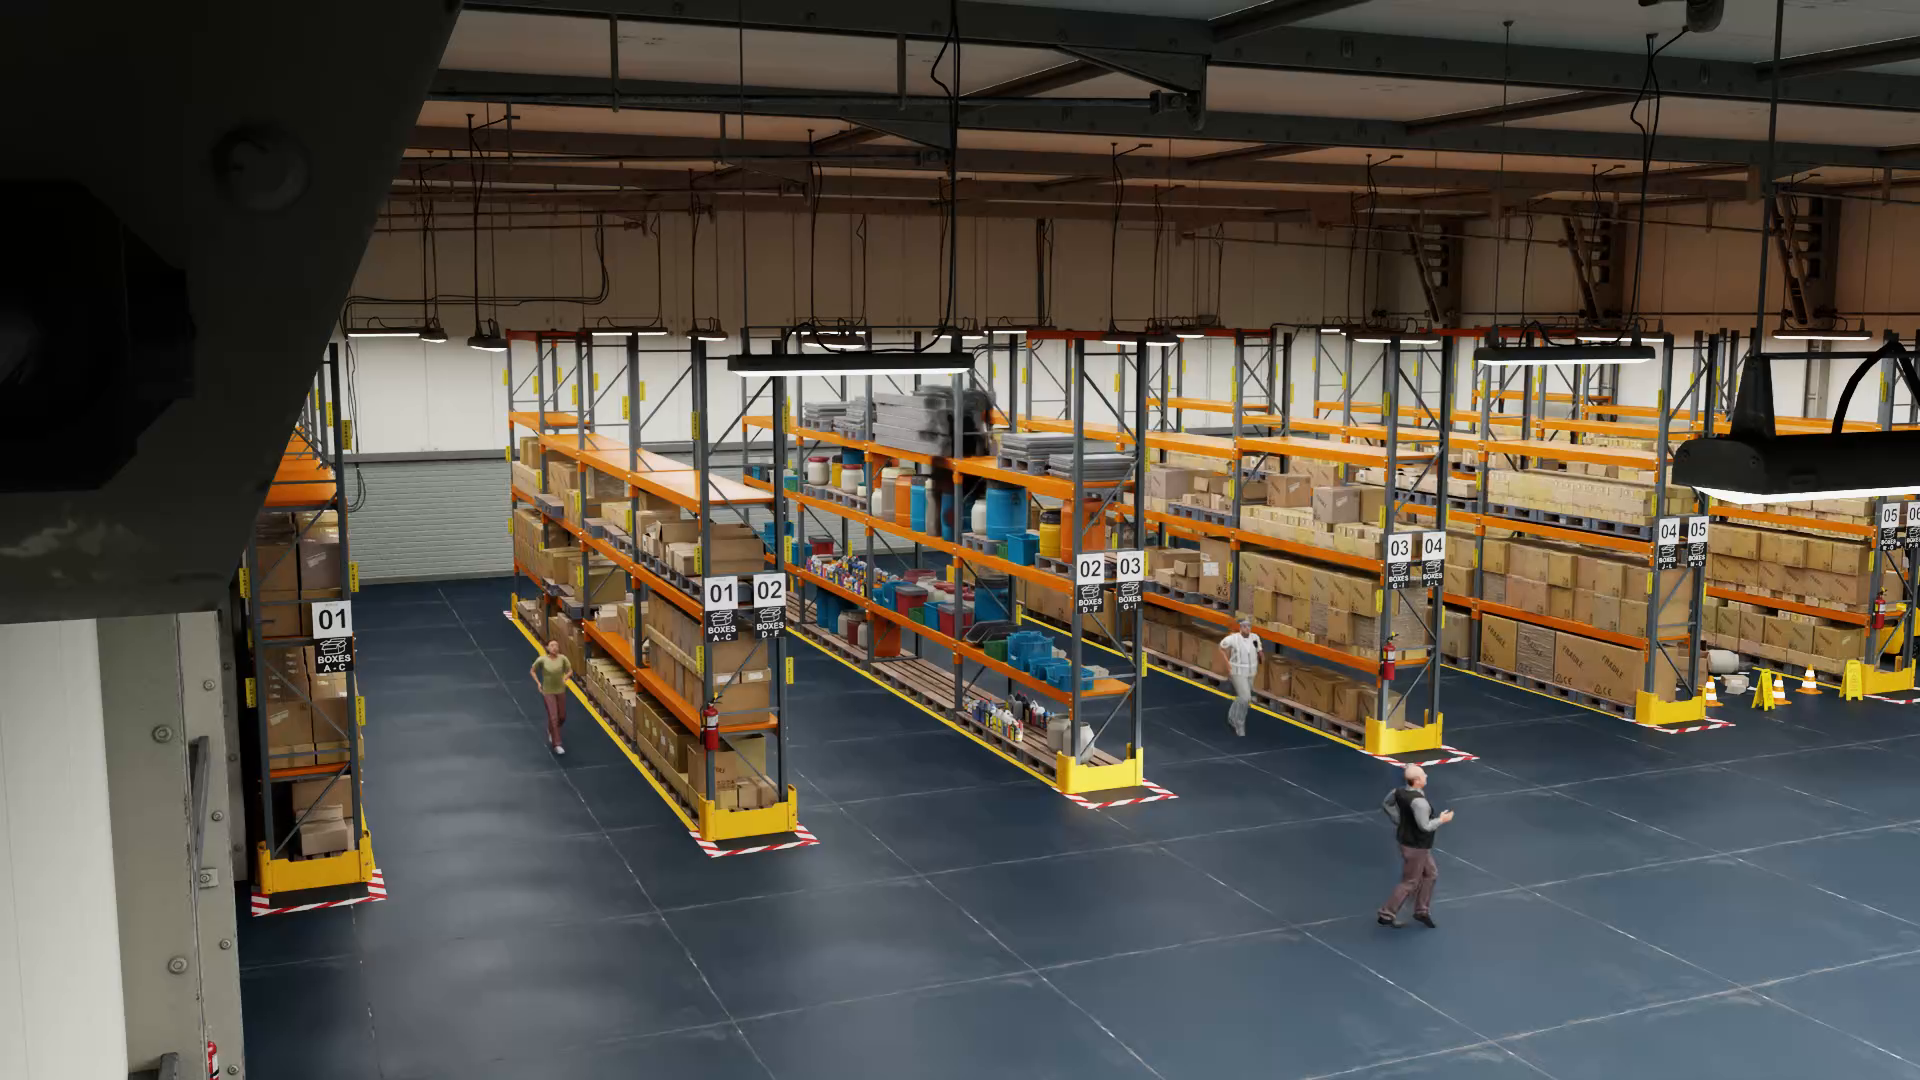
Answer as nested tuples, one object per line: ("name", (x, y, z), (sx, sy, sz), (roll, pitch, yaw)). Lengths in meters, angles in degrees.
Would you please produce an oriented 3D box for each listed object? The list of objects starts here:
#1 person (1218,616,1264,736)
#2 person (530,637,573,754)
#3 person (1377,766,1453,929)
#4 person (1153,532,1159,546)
("person", (4.312, 2.059, 25.201), (0.624, 1.859, 0.764), (-4, 9, -25))
("person", (-5.906, 2.225, 24.177), (0.597, 1.656, 0.803), (-5, 9, -31))
("person", (4.658, 3.174, 17.040), (0.734, 1.774, 0.639), (0, 8, 0))
("person", (5.157, -0.204, 42.097), (0.655, 1.641, 0.575), (-2, 8, -15))
